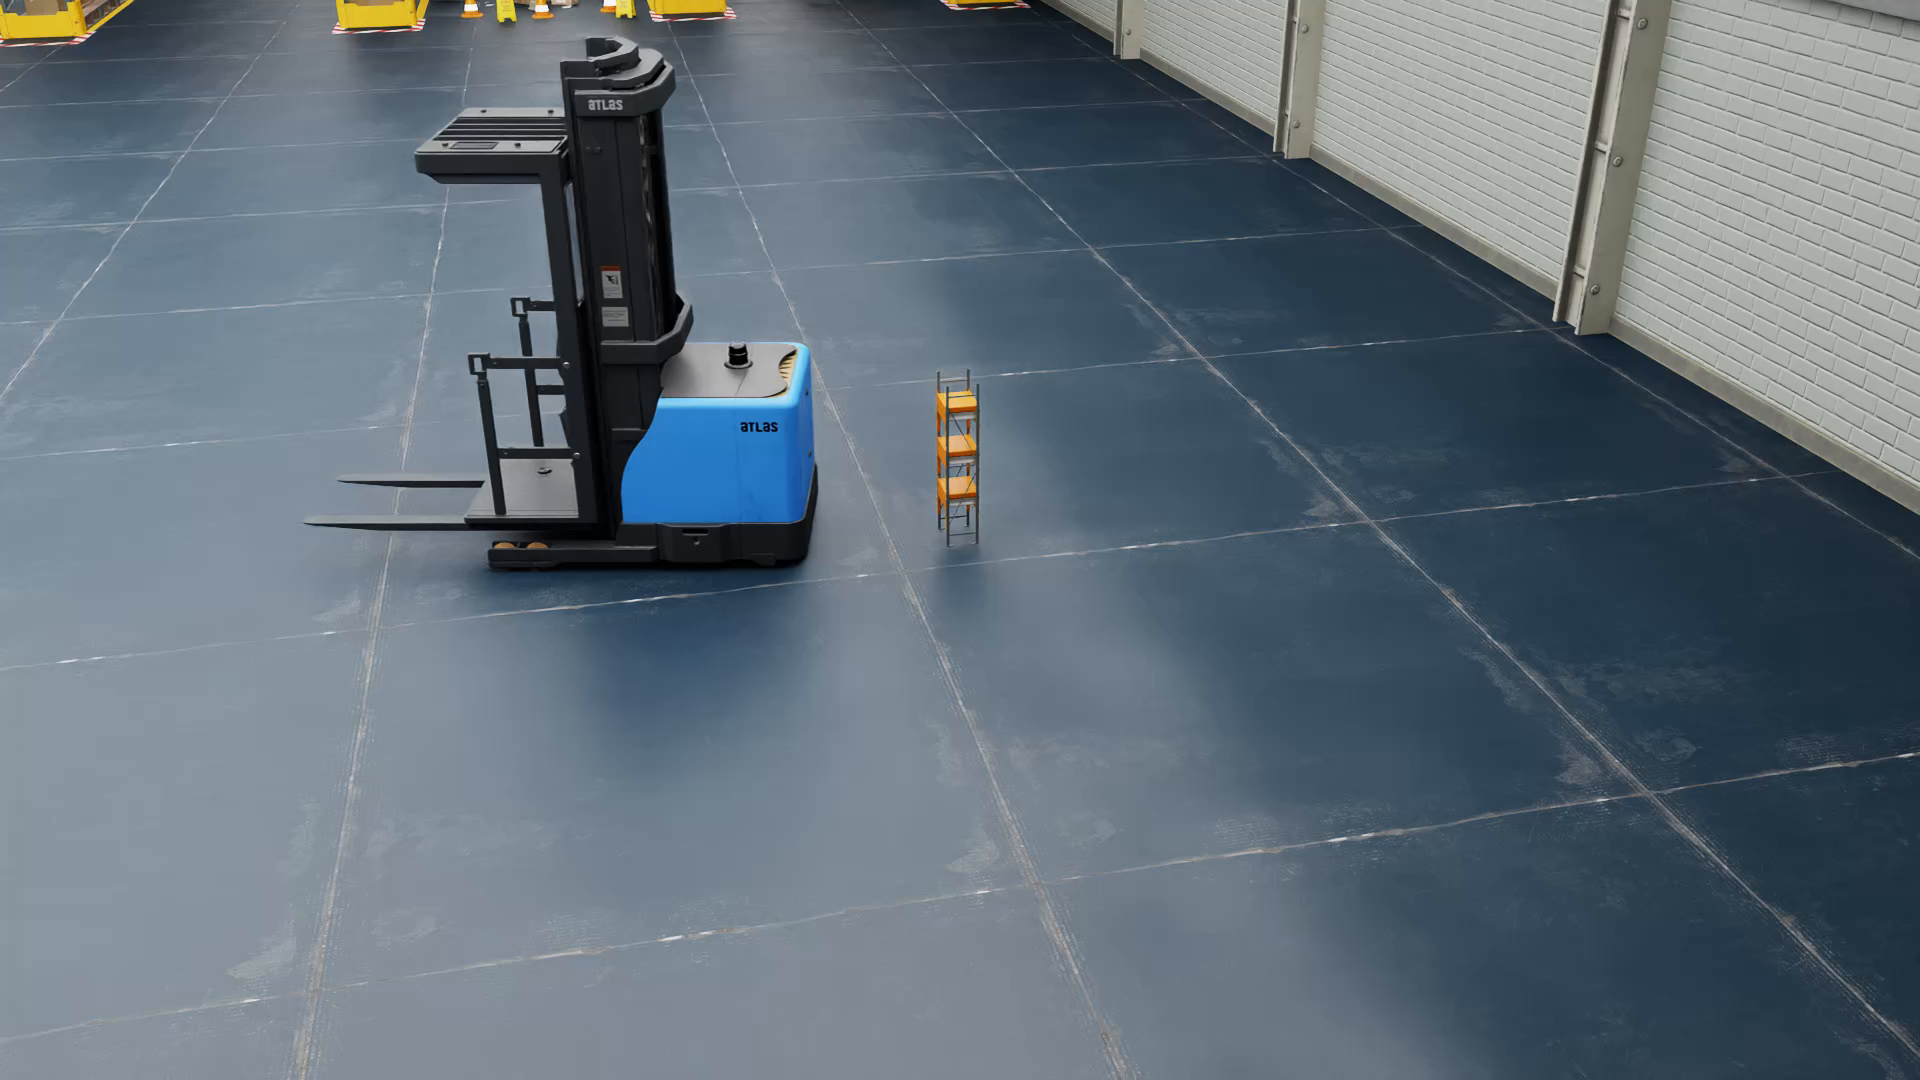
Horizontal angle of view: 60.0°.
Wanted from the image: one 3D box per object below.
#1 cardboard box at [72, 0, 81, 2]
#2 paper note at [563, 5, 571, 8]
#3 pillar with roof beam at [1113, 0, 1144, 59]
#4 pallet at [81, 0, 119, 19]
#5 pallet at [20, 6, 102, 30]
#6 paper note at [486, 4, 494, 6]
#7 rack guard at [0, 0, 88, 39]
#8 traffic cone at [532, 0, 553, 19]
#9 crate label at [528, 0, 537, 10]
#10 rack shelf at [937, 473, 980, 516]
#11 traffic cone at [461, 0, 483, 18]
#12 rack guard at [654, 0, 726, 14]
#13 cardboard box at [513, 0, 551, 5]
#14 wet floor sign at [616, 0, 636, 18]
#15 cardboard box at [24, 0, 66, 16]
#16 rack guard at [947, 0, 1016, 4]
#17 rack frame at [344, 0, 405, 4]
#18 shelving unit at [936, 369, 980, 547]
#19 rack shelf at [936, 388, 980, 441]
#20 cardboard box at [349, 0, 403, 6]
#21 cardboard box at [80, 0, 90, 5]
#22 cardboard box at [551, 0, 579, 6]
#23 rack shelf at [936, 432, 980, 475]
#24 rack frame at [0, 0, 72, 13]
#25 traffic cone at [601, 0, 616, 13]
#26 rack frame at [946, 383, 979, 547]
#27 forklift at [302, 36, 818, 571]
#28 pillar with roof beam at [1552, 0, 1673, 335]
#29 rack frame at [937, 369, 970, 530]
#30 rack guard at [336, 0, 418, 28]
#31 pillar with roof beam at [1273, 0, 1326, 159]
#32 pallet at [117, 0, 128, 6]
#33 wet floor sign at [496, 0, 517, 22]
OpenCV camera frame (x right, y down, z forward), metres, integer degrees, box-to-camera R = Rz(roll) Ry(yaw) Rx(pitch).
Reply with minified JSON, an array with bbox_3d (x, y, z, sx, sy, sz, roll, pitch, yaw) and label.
[{"bbox_3d":[-14.417,-8.711,26.487,0.500,0.500,0.500,1,27,2],"label":"cardboard box"},{"bbox_3d":[-6.622,-8.998,28.043,0.148,0.019,0.142,-16,31,-29],"label":"paper note"},{"bbox_3d":[-1.755,-10.621,21.305,9.100,9.000,0.400,-6,27,-12],"label":"pillar with roof beam"},{"bbox_3d":[-14.562,-8.788,27.426,1.003,0.211,1.213,-6,27,-12],"label":"pallet"},{"bbox_3d":[-14.290,-8.253,26.367,1.003,0.211,1.213,-6,27,-12],"label":"pallet"},{"bbox_3d":[-7.959,-9.080,28.207,0.144,0.017,0.142,3,27,6],"label":"paper note"},{"bbox_3d":[-14.142,-8.022,25.588,1.175,0.500,0.348,-6,27,-12],"label":"rack guard"},{"bbox_3d":[-6.828,-8.774,27.120,0.336,0.463,0.334,-6,27,-12],"label":"traffic cone"},{"bbox_3d":[-7.066,-8.967,27.864,0.250,0.136,0.298,-23,35,-38],"label":"crate label"},{"bbox_3d":[-0.012,-0.235,10.190,0.215,0.259,0.240,-6,27,-12],"label":"rack shelf"},{"bbox_3d":[-8.006,-8.808,27.188,0.336,0.463,0.334,-6,27,-12],"label":"traffic cone"},{"bbox_3d":[-4.487,-9.028,27.582,1.175,0.500,0.348,-6,27,-12],"label":"rack guard"},{"bbox_3d":[-7.332,-9.510,28.533,0.637,0.503,0.797,19,32,32],"label":"cardboard box"},{"bbox_3d":[-5.469,-8.868,27.103,0.267,0.644,0.232,3,27,6],"label":"wet floor sign"},{"bbox_3d":[-14.249,-8.452,25.974,0.500,0.500,0.500,-1,27,-2],"label":"cardboard box"},{"bbox_3d":[0.371,-9.490,28.497,1.175,0.500,0.348,-6,27,-12],"label":"rack guard"},{"bbox_3d":[-9.269,-9.564,25.869,1.000,3.000,0.127,-6,27,-12],"label":"rack frame"},{"bbox_3d":[-0.012,-0.492,10.060,0.215,1.050,0.252,-6,27,-12],"label":"shelving unit"},{"bbox_3d":[-0.012,-0.736,9.937,0.215,0.259,0.240,-6,27,-12],"label":"rack shelf"},{"bbox_3d":[-9.487,-9.094,26.829,0.875,0.875,0.875,-6,27,-11],"label":"cardboard box"},{"bbox_3d":[-14.540,-8.987,27.035,0.500,0.500,0.500,-3,27,-7],"label":"cardboard box"},{"bbox_3d":[-6.733,-9.208,28.328,0.380,0.149,0.250,8,28,15],"label":"cardboard box"},{"bbox_3d":[-0.012,-0.483,10.065,0.215,0.259,0.240,-6,27,-12],"label":"rack shelf"},{"bbox_3d":[-14.125,-9.104,24.959,1.000,3.000,0.127,-6,27,-12],"label":"rack frame"},{"bbox_3d":[-5.823,-9.036,27.639,0.336,0.463,0.334,-6,27,-12],"label":"traffic cone"},{"bbox_3d":[0.015,-0.439,9.954,0.200,1.050,0.008,-6,27,-12],"label":"rack frame"},{"bbox_3d":[-2.428,-1.363,9.698,3.031,2.935,1.130,0,27,0],"label":"forklift"},{"bbox_3d":[0.949,-5.352,10.868,9.100,9.000,0.400,-6,27,-12],"label":"pillar with roof beam"},{"bbox_3d":[-0.040,-0.546,10.166,0.200,1.050,0.008,-6,27,-12],"label":"rack frame"},{"bbox_3d":[-9.264,-8.437,26.411,1.175,0.500,0.348,-6,27,-12],"label":"rack guard"},{"bbox_3d":[-0.403,-7.987,16.086,9.100,9.000,0.400,-6,27,-12],"label":"pillar with roof beam"},{"bbox_3d":[-14.840,-9.324,28.489,1.003,0.211,1.213,-6,27,-12],"label":"pallet"},{"bbox_3d":[-7.334,-8.701,26.772,0.267,0.644,0.232,-11,29,-20],"label":"wet floor sign"}]
